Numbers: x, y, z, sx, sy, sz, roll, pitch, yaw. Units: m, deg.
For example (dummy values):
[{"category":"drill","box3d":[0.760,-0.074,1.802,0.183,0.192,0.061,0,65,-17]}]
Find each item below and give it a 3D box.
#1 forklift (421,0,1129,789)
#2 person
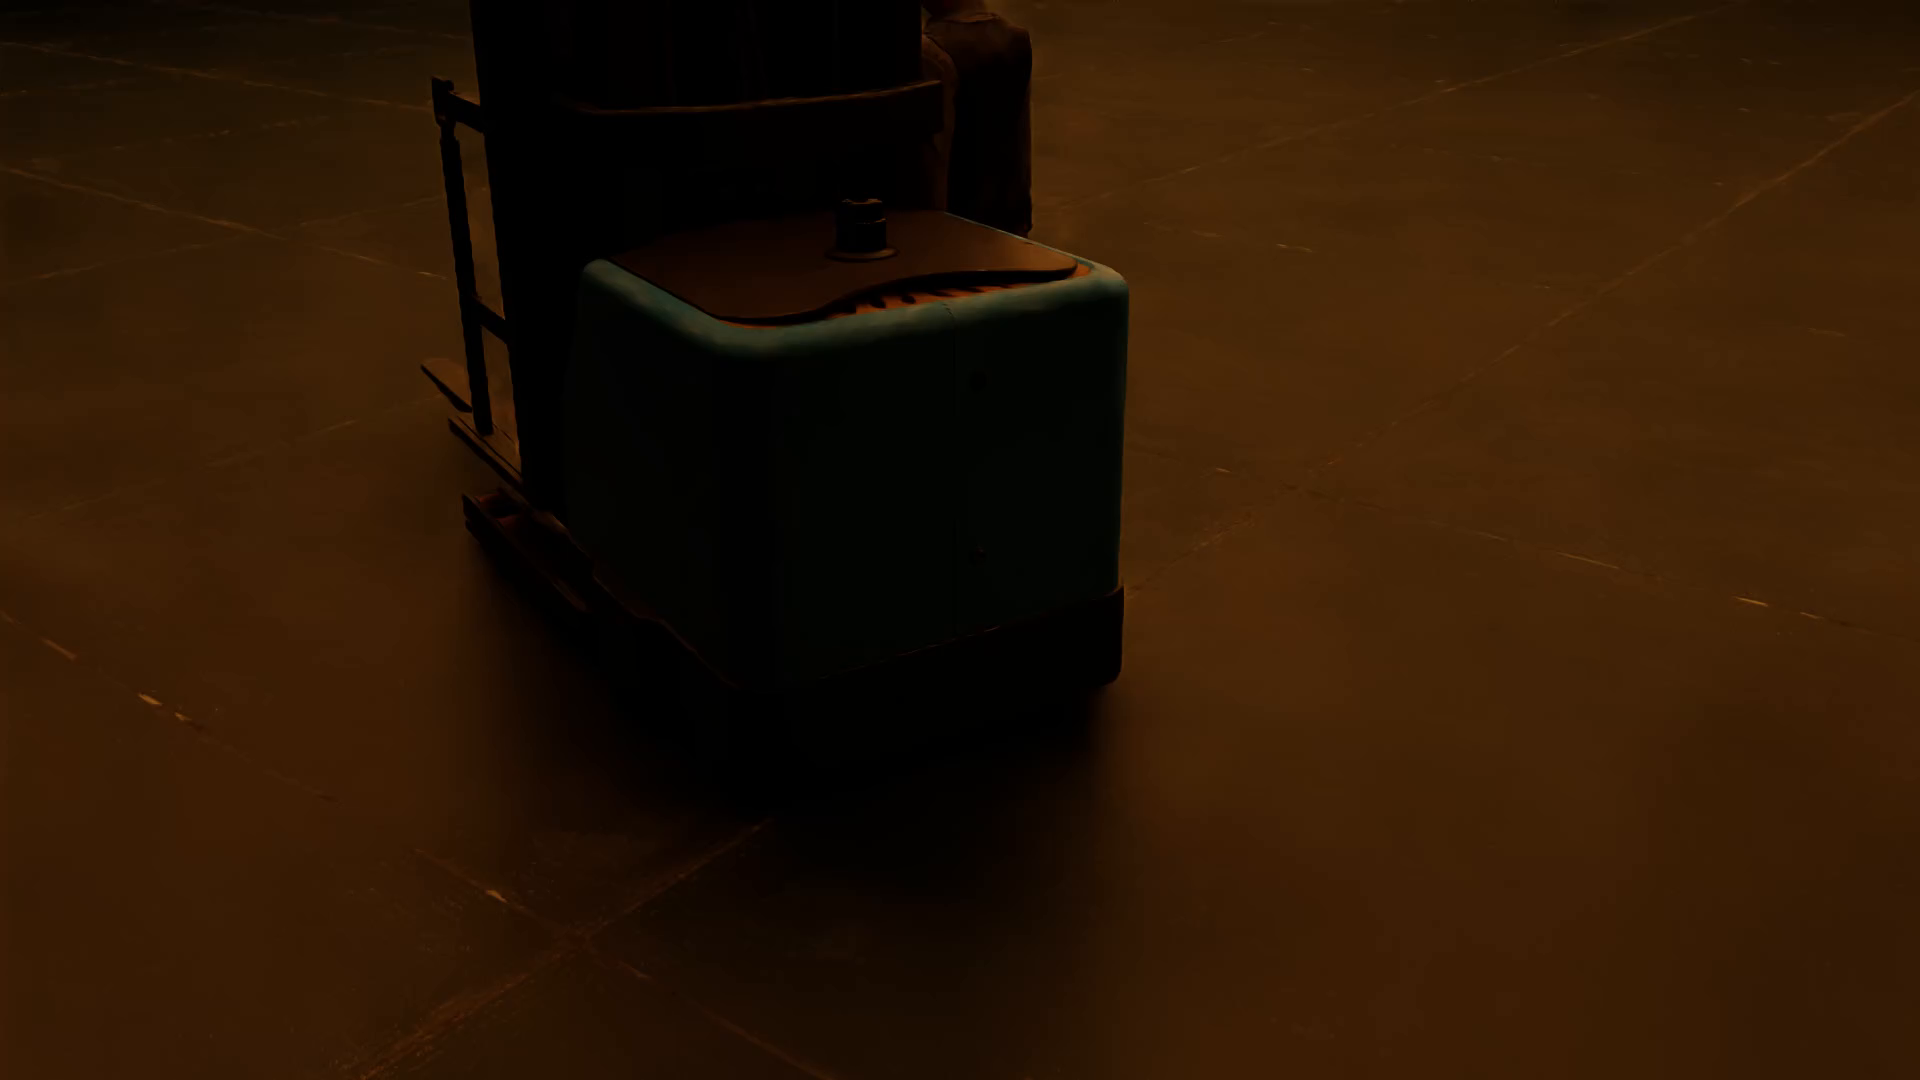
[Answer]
[{"category":"forklift","box3d":[-0.821,-1.344,4.430,1.130,2.935,3.031,-14,27,-30]},{"category":"person","box3d":[-0.048,-0.829,4.691,0.455,1.729,0.529,17,29,34]}]
